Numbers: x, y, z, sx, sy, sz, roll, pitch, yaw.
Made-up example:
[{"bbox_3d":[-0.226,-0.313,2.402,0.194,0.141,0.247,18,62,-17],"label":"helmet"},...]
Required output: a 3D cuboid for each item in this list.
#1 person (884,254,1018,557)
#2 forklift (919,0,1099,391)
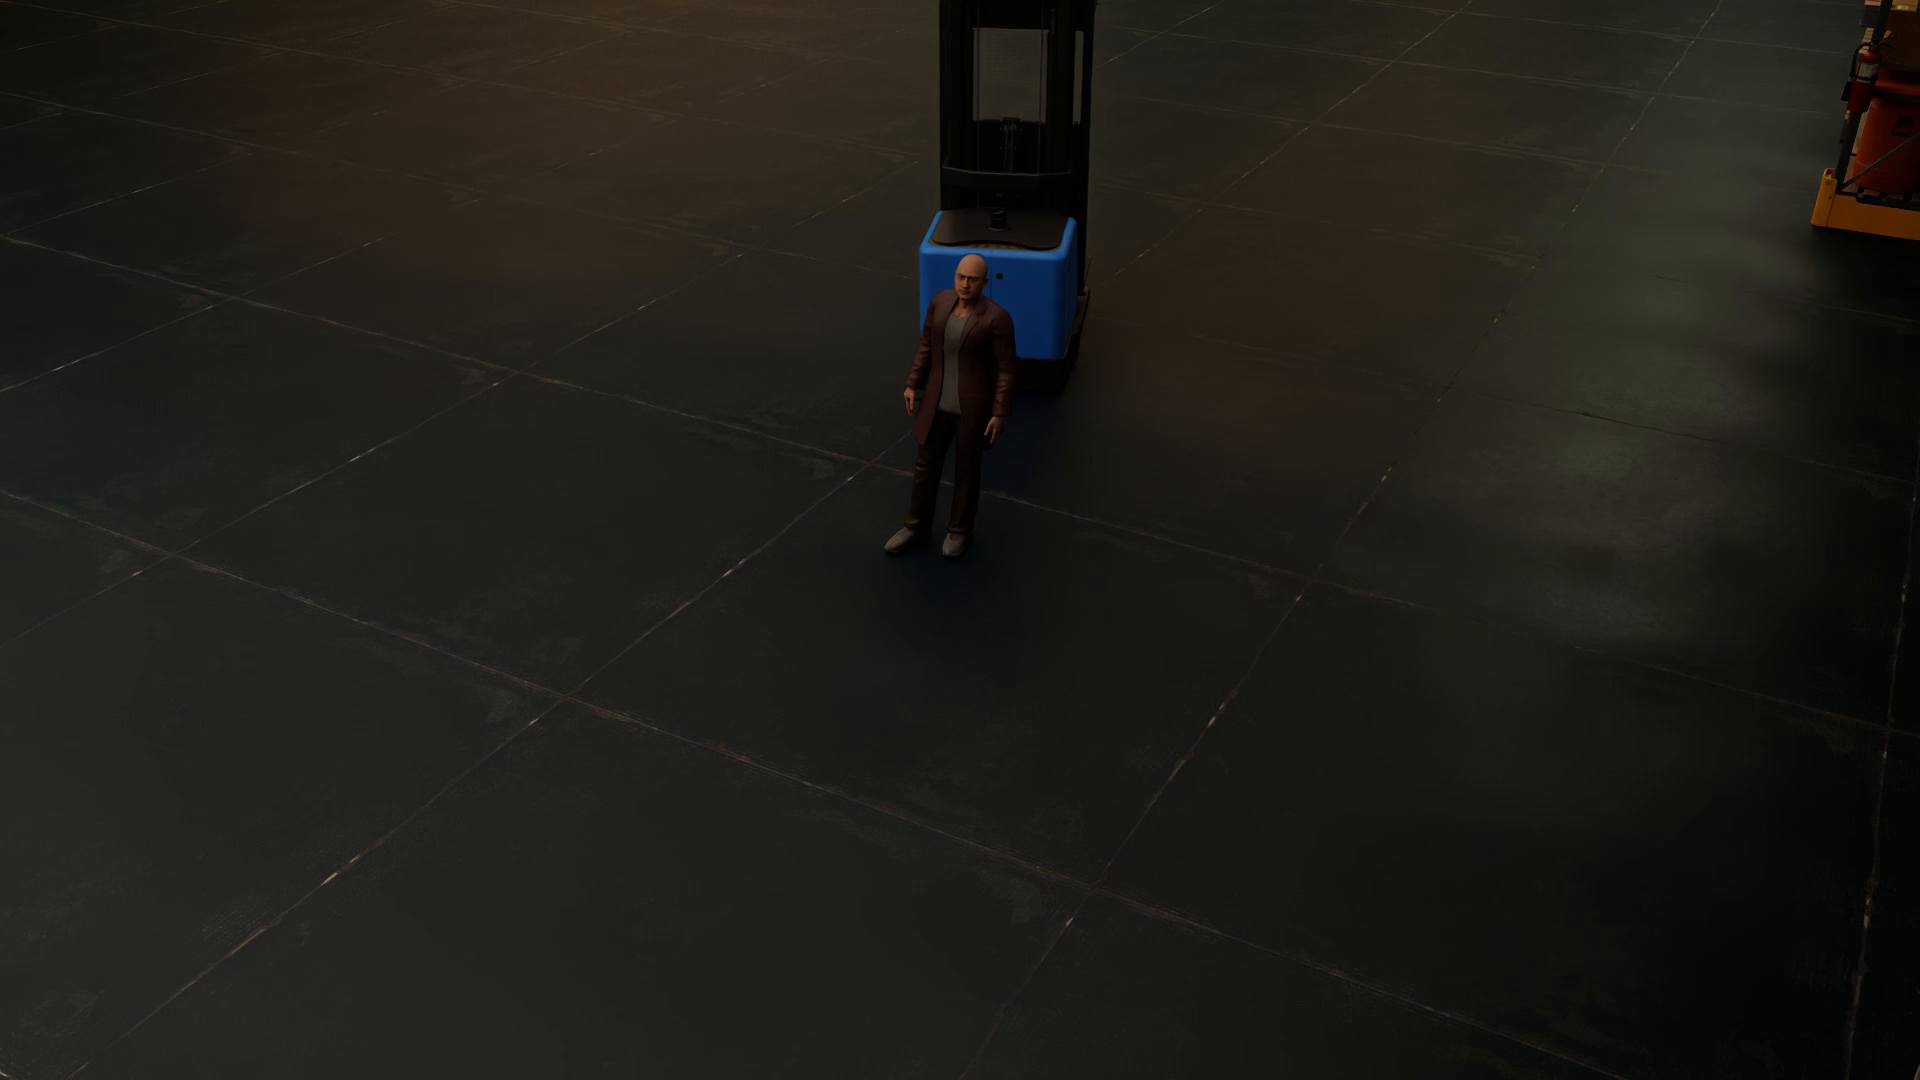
[{"bbox_3d":[-0.048,-0.738,9.488,0.696,1.775,0.582,15,33,25],"label":"person"},{"bbox_3d":[0.435,-3.029,12.319,1.130,2.935,3.031,4,30,7],"label":"forklift"}]
